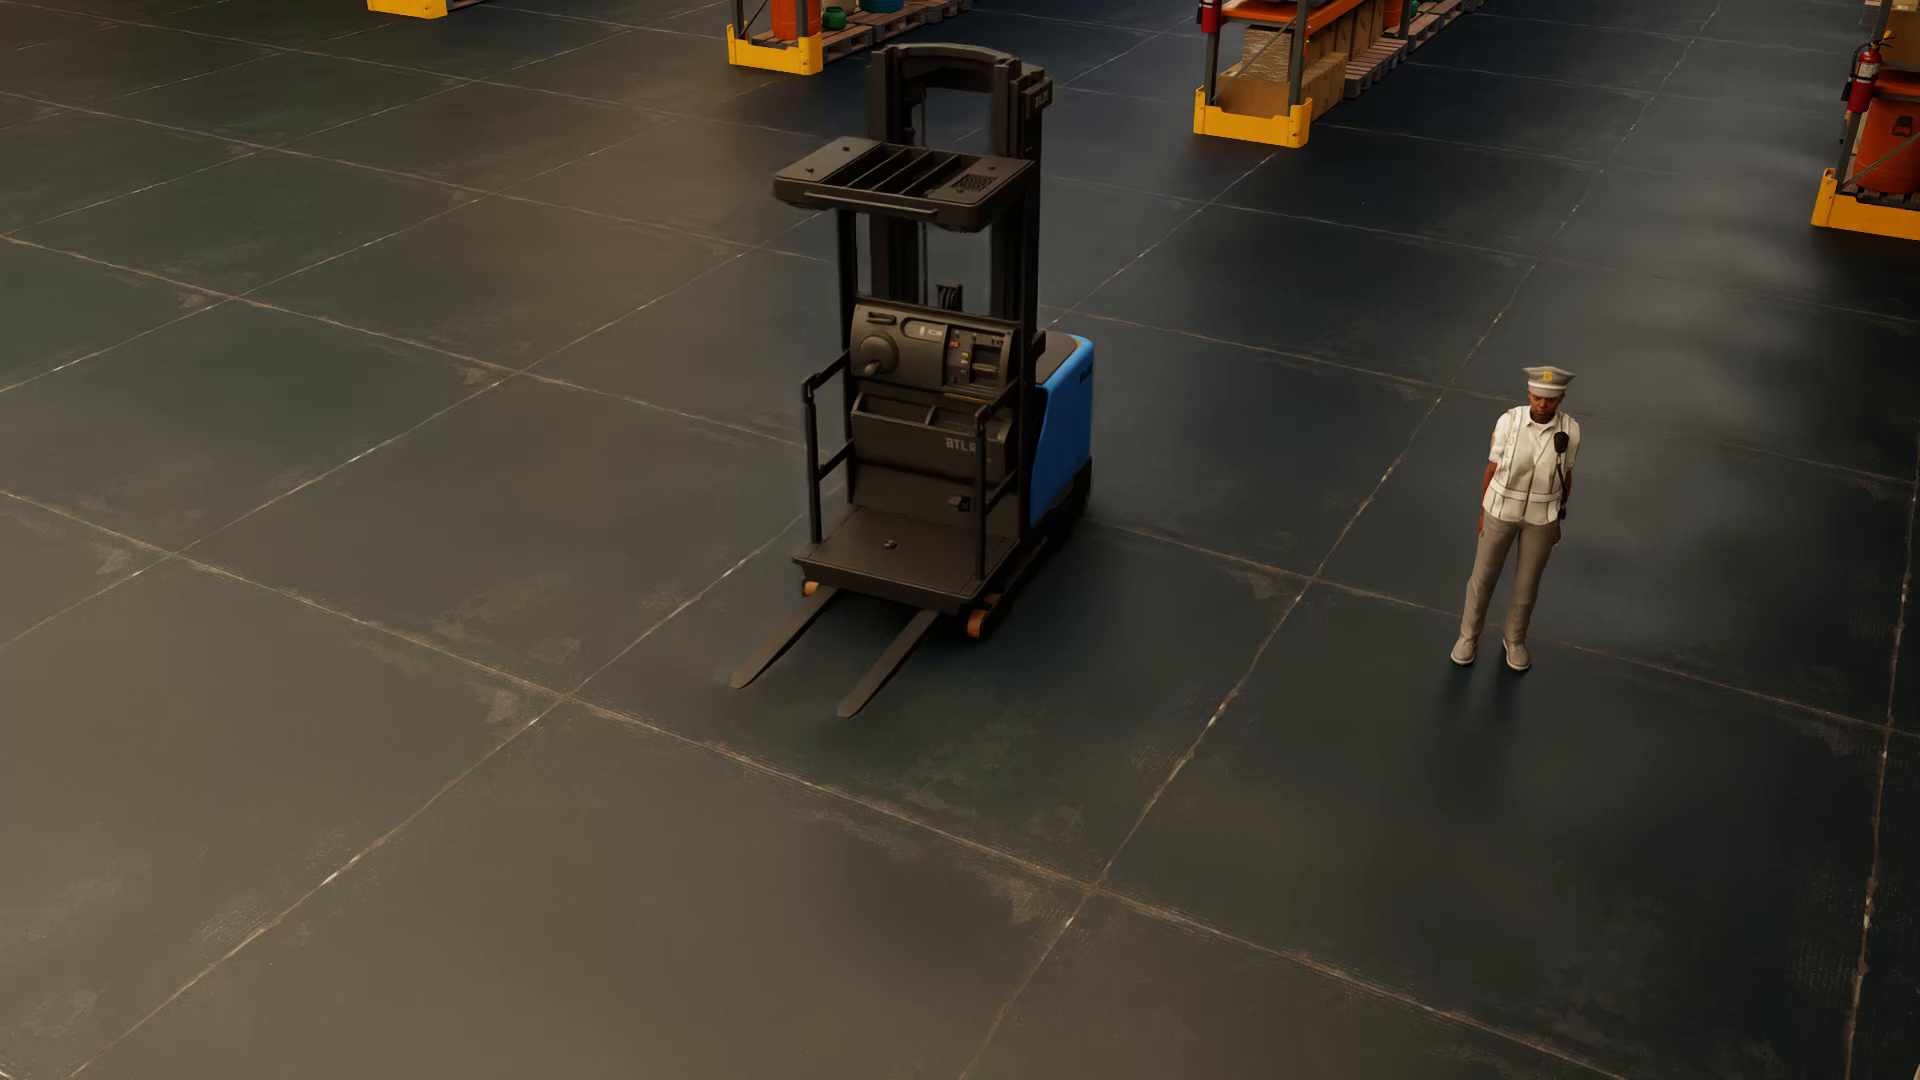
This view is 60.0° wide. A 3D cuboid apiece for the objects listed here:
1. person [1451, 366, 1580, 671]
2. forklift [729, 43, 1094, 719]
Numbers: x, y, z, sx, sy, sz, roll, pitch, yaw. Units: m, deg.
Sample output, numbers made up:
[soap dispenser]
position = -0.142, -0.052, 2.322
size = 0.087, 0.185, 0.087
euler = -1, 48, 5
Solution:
[person]
position = 2.870, -0.121, 8.526
size = 0.449, 1.693, 0.345
euler = 7, 31, 11
[forklift]
position = -0.241, -0.973, 8.756
size = 1.130, 2.935, 3.031
euler = 12, 32, 20
